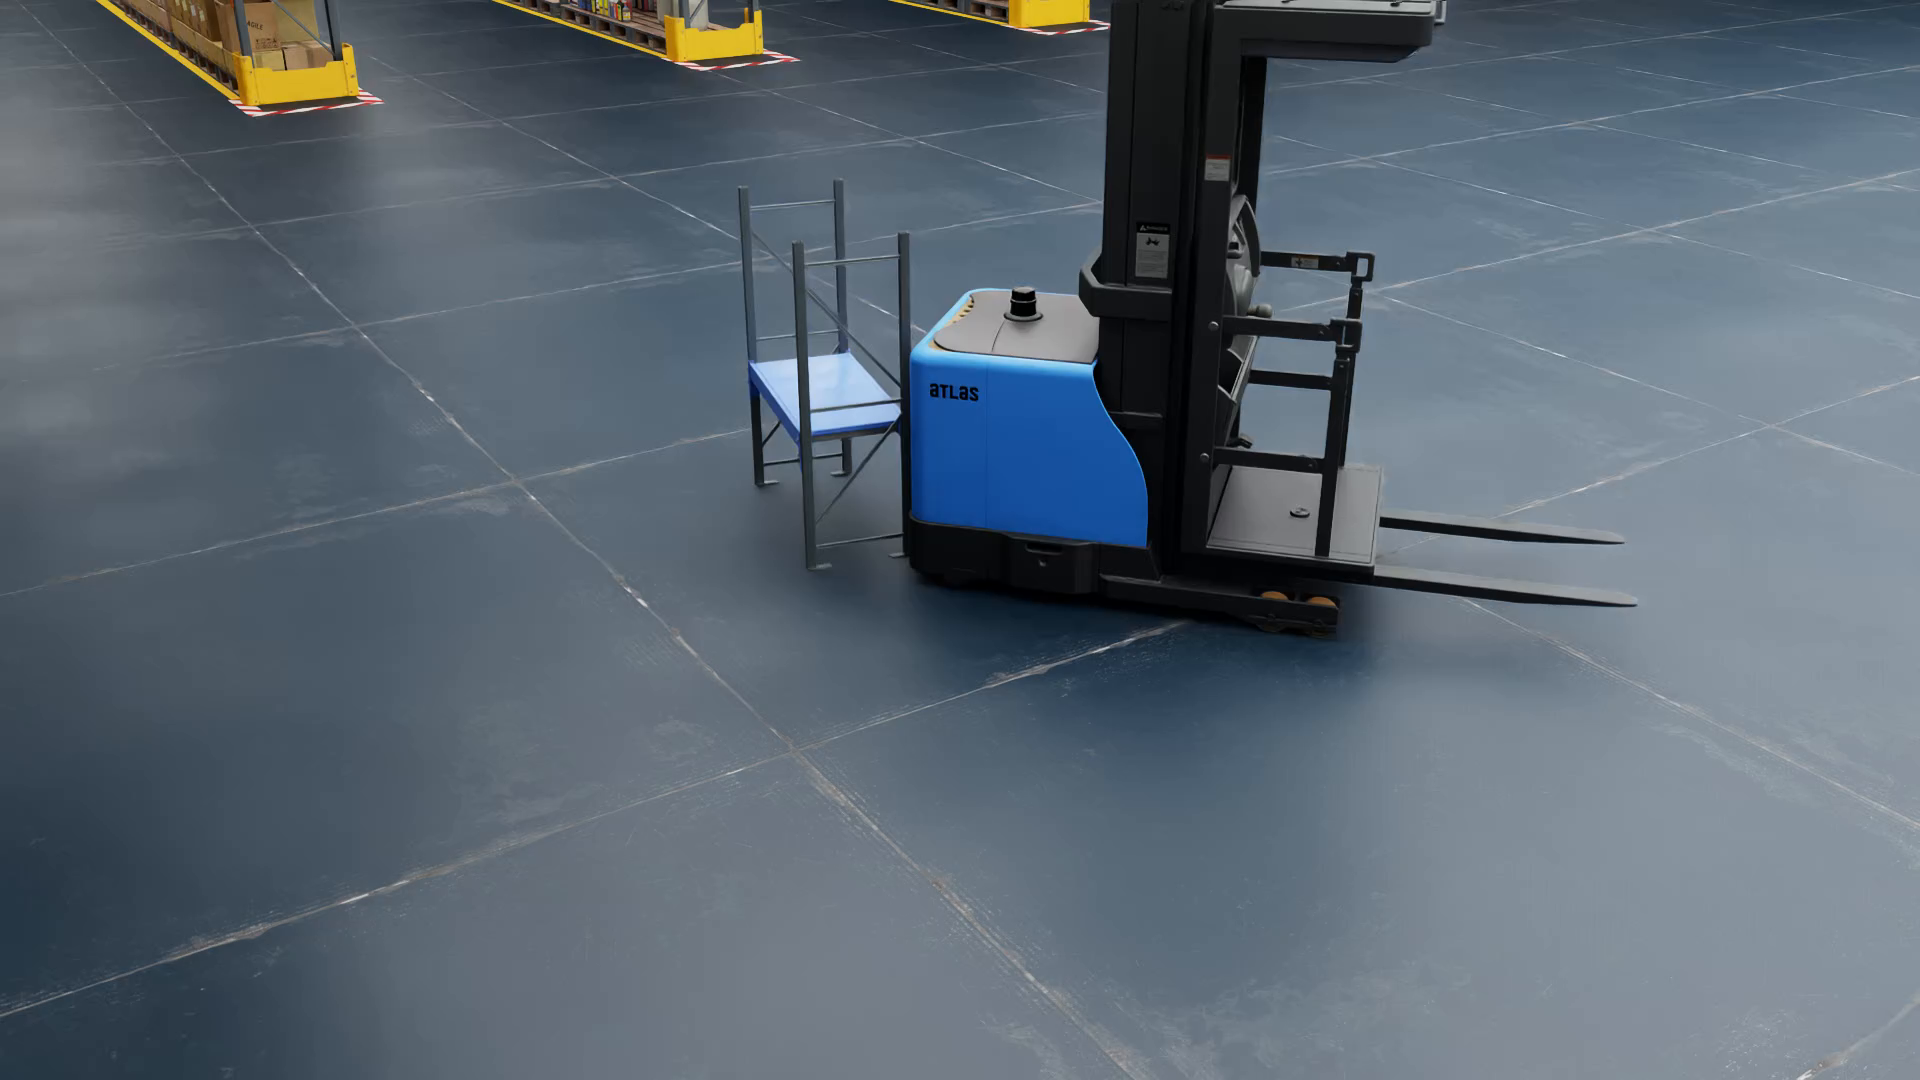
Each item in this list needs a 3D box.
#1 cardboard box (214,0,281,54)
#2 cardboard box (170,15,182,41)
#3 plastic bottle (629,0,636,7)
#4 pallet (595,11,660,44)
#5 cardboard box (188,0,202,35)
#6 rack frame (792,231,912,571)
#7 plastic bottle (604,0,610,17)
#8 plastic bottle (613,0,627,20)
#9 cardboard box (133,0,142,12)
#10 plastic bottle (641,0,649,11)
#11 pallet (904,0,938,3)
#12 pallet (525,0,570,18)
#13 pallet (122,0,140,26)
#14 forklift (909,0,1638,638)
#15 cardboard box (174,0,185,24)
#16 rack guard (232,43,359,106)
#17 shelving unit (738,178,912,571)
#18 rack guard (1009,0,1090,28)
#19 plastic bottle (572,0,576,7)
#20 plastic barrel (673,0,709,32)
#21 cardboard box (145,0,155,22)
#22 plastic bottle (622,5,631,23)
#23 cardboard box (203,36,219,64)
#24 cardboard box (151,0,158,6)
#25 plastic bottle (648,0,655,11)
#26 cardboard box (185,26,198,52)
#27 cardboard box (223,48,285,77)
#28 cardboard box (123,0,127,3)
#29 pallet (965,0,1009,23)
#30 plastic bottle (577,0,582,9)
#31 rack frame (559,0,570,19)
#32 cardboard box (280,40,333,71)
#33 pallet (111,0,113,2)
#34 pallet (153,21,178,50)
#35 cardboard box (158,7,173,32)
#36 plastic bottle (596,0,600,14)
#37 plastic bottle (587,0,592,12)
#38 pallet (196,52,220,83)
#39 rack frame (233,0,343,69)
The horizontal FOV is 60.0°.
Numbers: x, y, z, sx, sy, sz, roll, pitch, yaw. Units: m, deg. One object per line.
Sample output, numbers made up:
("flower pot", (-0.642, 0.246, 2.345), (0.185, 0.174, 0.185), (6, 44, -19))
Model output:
("cardboard box", (-7.585, -5.486, 17.708), (0.500, 0.500, 0.500), (-16, 29, -30))
("cardboard box", (-9.227, -6.219, 20.139), (0.500, 0.250, 0.500), (-16, 29, -30))
("plastic bottle", (-4.487, -7.354, 22.489), (0.152, 0.276, 0.135), (-16, 29, -30))
("pallet", (-4.072, -6.714, 21.726), (1.003, 0.211, 1.213), (-16, 29, -30))
("cardboard box", (-8.415, -6.020, 18.838), (0.500, 0.500, 0.500), (-16, 29, -30))
("rack frame", (-0.452, -0.580, 7.222), (0.500, 1.500, 0.032), (-9, 27, -17))
("plastic bottle", (-4.545, -6.992, 21.634), (0.144, 0.351, 0.185), (-14, 29, -27))
("plastic bottle", (-4.375, -6.850, 21.421), (0.152, 0.276, 0.135), (-15, 29, -29))
("cardboard box", (-10.806, -7.266, 22.357), (0.500, 0.250, 0.500), (-16, 30, -31))
("plastic bottle", (-4.204, -7.201, 22.157), (0.061, 0.283, 0.133), (-16, 29, -30))
("pallet", (-0.528, -8.323, 25.134), (1.003, 0.211, 1.213), (-16, 29, -30))
("pallet", (-5.535, -7.673, 23.756), (1.003, 0.211, 1.213), (-16, 29, -30))
("pallet", (-10.993, -7.375, 23.125), (1.003, 0.211, 1.213), (-16, 29, -30))
("forklift", (1.350, -1.172, 6.800), (3.031, 2.935, 1.130), (7, 26, 14))
("cardboard box", (-8.956, -6.379, 19.599), (0.500, 0.500, 0.500), (-16, 29, -30))
("rack guard", (-7.030, -4.939, 17.627), (1.175, 0.500, 0.348), (-16, 29, -30))
("shelving unit", (-0.620, -0.785, 7.656), (0.538, 1.500, 1.048), (-9, 27, -17))
("rack guard", (1.218, -7.282, 22.591), (1.175, 0.500, 0.348), (-16, 29, -30))
("plastic bottle", (-5.212, -7.343, 22.554), (0.097, 0.201, 0.097), (0, 25, 0))
("plastic barrel", (-3.314, -6.514, 20.457), (0.421, 0.512, 0.421), (0, 25, 0))
("cardboard box", (-10.250, -6.900, 21.582), (0.500, 0.250, 0.500), (-15, 29, -28))
("plastic bottle", (-4.261, -6.719, 21.233), (0.097, 0.201, 0.097), (0, 25, 0))
("cardboard box", (-8.141, -5.502, 18.620), (0.500, 0.250, 0.500), (-16, 29, -30))
("cardboard box", (-9.977, -6.972, 21.077), (0.500, 0.311, 0.500), (-15, 29, -28))
("plastic bottle", (-4.115, -7.223, 22.212), (0.152, 0.276, 0.135), (-15, 29, -29))
("cardboard box", (-8.690, -5.859, 19.376), (0.500, 0.250, 0.500), (-16, 29, -30))
("cardboard box", (-7.583, -5.148, 17.870), (0.500, 0.250, 0.500), (-16, 29, -30))
("cardboard box", (-11.370, -7.630, 23.129), (0.500, 0.250, 0.500), (-16, 29, -30))
("pallet", (0.804, -7.450, 23.285), (1.003, 0.211, 1.213), (-16, 29, -30))
("plastic bottle", (-5.068, -7.304, 22.383), (0.152, 0.276, 0.135), (-14, 29, -28))
("rack frame", (-5.074, -8.662, 22.585), (1.000, 3.000, 0.127), (-16, 29, -30))
("cardboard box", (-7.149, -5.268, 18.125), (0.500, 0.250, 0.500), (-16, 29, -30))
("pallet", (-12.448, -8.390, 25.276), (1.003, 0.211, 1.213), (-16, 29, -30))
("pallet", (-9.661, -6.502, 21.277), (1.003, 0.211, 1.213), (-16, 29, -30))
("cardboard box", (-9.696, -6.536, 20.811), (0.500, 0.250, 0.500), (-16, 30, -30))
("plastic bottle", (-4.743, -7.036, 21.903), (0.097, 0.201, 0.097), (0, 25, 0))
("plastic bottle", (-4.878, -7.210, 22.097), (0.144, 0.351, 0.185), (-17, 30, -32))
("pallet", (-8.157, -5.517, 19.189), (1.003, 0.211, 1.213), (-16, 29, -30))
("rack frame", (-7.043, -6.078, 17.112), (1.000, 3.000, 0.127), (-16, 29, -30))
